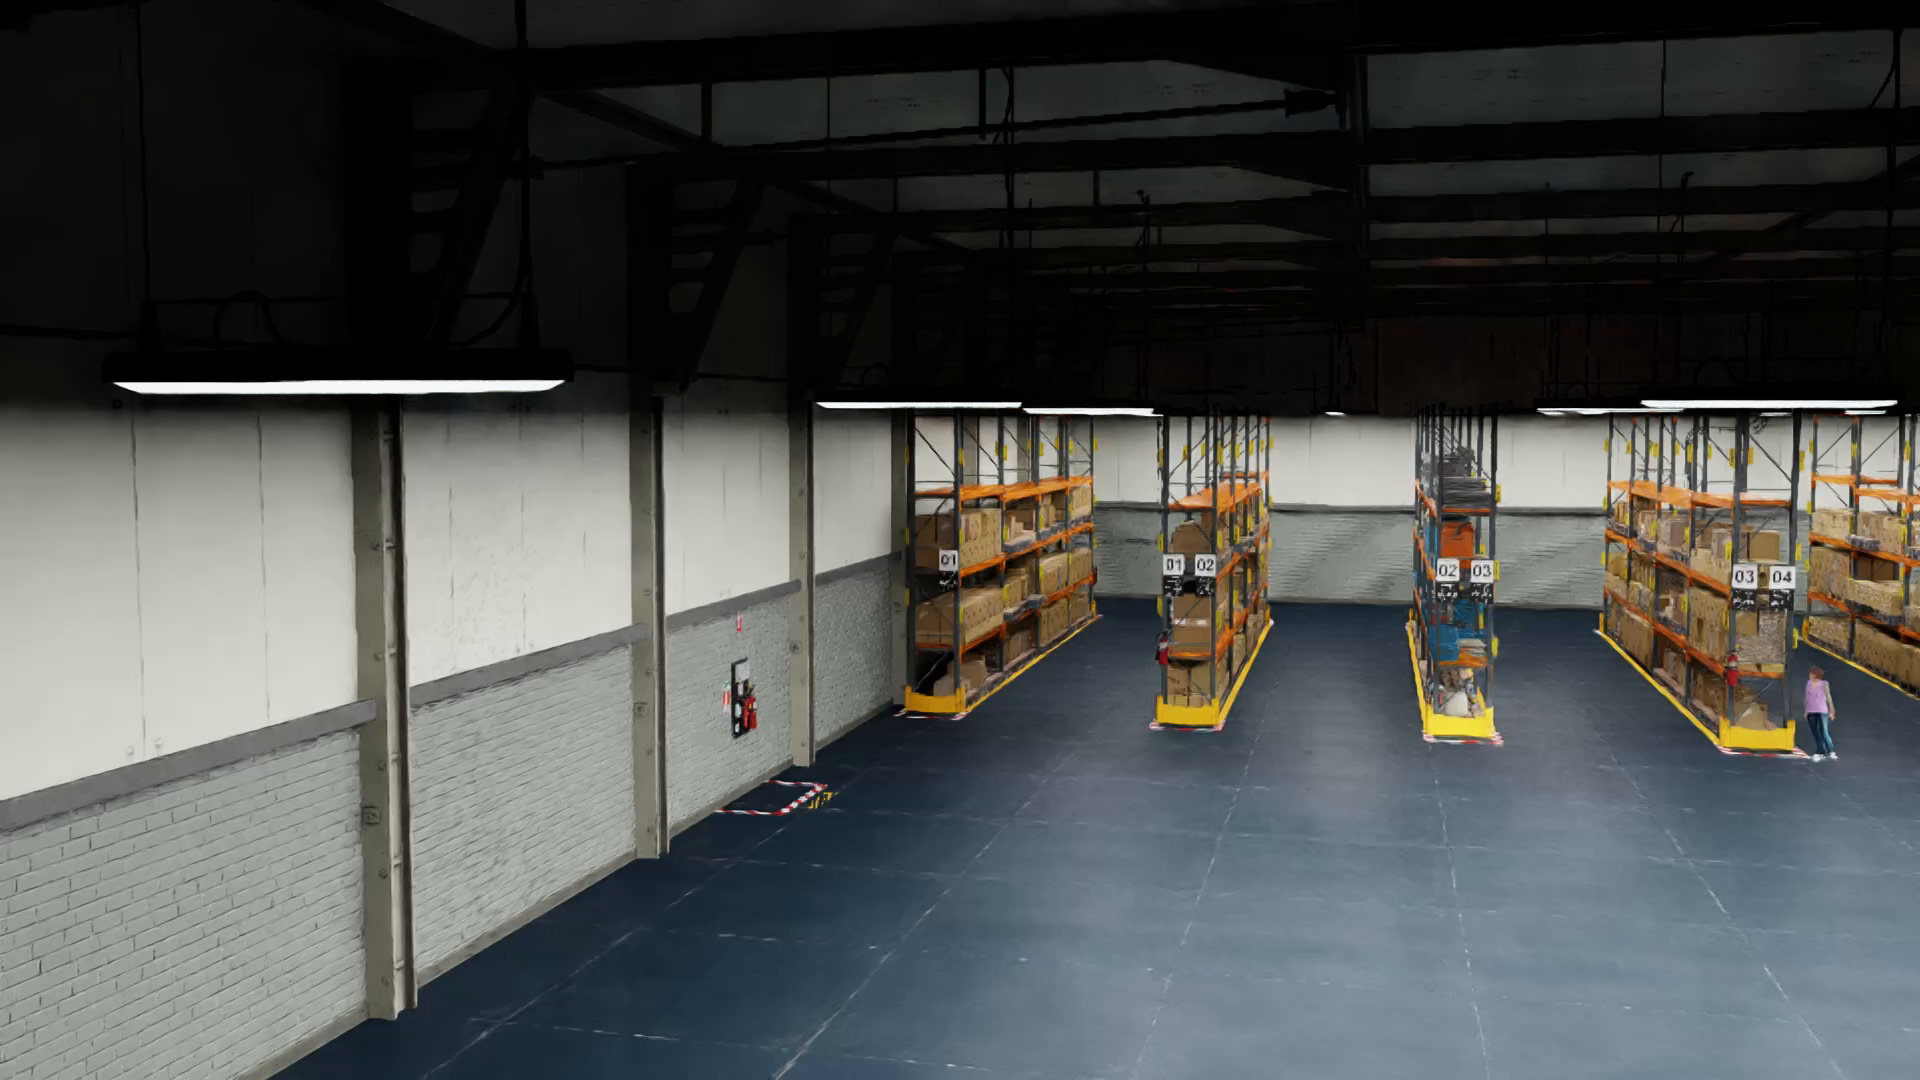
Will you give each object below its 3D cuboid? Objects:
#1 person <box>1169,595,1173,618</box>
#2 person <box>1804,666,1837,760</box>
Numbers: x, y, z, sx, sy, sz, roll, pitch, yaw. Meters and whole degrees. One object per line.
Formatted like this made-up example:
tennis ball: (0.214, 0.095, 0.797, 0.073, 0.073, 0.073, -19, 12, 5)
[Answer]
person: (6.238, 1.345, 47.611, 0.402, 1.792, 0.633, 2, 5, 28)
person: (14.441, 2.907, 27.870, 0.418, 1.576, 0.537, -2, 5, -30)
